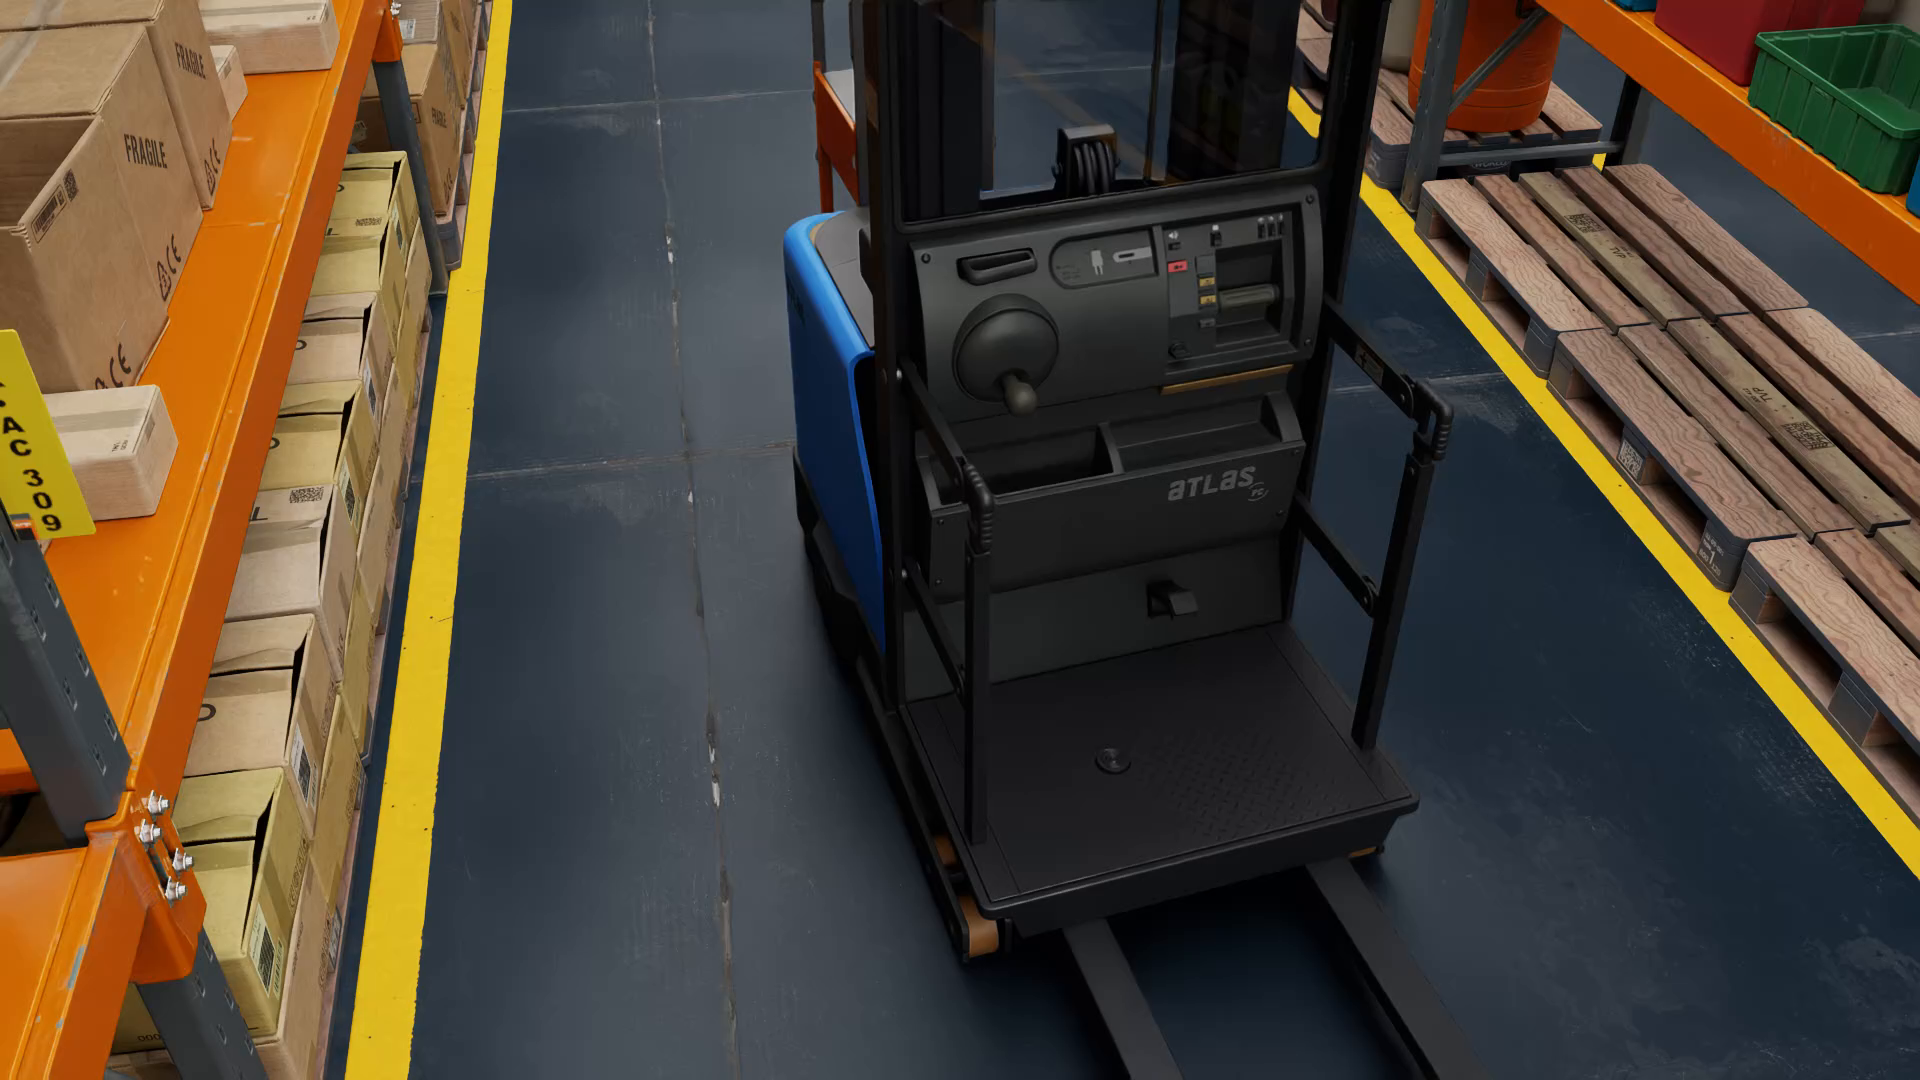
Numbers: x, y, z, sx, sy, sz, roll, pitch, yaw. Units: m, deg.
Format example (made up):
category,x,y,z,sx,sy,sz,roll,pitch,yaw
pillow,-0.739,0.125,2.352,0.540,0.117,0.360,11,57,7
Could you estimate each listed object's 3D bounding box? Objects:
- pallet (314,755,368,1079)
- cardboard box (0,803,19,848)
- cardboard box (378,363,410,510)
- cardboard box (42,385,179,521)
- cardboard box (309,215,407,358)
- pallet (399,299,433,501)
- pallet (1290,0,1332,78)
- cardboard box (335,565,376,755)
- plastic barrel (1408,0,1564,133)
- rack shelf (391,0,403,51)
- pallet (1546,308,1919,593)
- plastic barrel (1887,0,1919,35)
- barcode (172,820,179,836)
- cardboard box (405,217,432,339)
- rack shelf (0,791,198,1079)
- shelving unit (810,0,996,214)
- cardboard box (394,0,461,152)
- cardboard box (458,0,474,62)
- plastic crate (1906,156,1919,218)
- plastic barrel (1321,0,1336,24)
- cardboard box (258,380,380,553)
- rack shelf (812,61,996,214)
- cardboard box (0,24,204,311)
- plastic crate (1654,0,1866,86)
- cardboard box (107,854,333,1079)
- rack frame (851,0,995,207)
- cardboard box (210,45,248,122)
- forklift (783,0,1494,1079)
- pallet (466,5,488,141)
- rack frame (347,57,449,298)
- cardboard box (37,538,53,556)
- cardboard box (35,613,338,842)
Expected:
category,x,y,z,sx,sy,sz,roll,pitch,yaw
pallet,-1.964,0.961,3.841,1.003,0.211,1.213,-6,38,-8
cardboard box,-2.150,0.785,3.236,0.500,0.311,0.500,-6,38,-8
cardboard box,-1.986,-0.289,5.076,0.500,0.250,0.500,-5,38,-7
cardboard box,-1.750,-0.157,3.212,0.380,0.149,0.250,-6,38,-8
cardboard box,-2.066,-0.814,5.294,0.500,0.311,0.500,-7,38,-9
pallet,-2.392,-0.513,5.738,1.003,0.211,1.213,-6,38,-8
pallet,1.990,-2.752,8.620,1.003,0.211,1.213,-6,38,-8
cardboard box,-1.805,0.329,4.281,0.500,0.250,0.500,-7,38,-9
plastic barrel,2.277,-2.248,7.126,0.600,0.830,0.708,-6,38,-8
rack shelf,-2.848,-3.039,7.304,1.077,0.370,4.000,-6,38,-8
pallet,2.688,-0.337,5.512,1.003,0.211,1.213,-6,38,-8
plastic barrel,2.925,-1.590,4.740,0.433,0.535,0.433,0,38,0
barcode,-1.431,0.536,3.012,0.001,0.075,0.075,-6,38,-8
cardboard box,-2.165,-0.904,5.867,0.500,0.250,0.500,-5,38,-7
rack shelf,-1.446,1.793,1.084,1.077,0.370,4.000,-6,38,-8
shelving unit,-0.173,-1.142,5.008,0.431,2.100,0.503,-11,39,-14
cardboard box,-2.393,-1.923,6.960,0.500,0.500,0.500,-8,38,-10
cardboard box,-2.573,-2.541,7.755,0.500,0.500,0.500,-7,38,-9
plastic crate,2.581,-0.856,3.920,0.392,0.384,0.575,-6,38,-8
plastic barrel,2.079,-2.835,8.078,0.600,0.588,0.708,-6,38,-8
cardboard box,-1.894,-0.206,4.512,0.500,0.311,0.500,-5,38,-7
rack shelf,-0.173,-1.131,5.016,0.431,0.518,0.480,-11,39,-14
cardboard box,-2.095,-0.825,3.786,0.500,0.500,0.500,-6,38,-8
plastic crate,2.362,-1.662,4.893,0.402,0.464,0.583,-6,38,-8
cardboard box,-1.623,0.950,3.481,0.500,0.250,0.500,-7,38,-9
rack frame,-0.098,-0.999,4.825,0.400,2.100,0.015,-11,39,-14
cardboard box,-2.219,-1.252,4.621,0.380,0.149,0.250,-4,38,-5
forklift,0.423,-0.444,3.433,1.130,2.935,3.031,-11,39,-14
pallet,-2.802,-2.205,7.916,1.003,0.211,1.213,-6,38,-8
rack frame,-2.498,-2.115,5.528,1.000,3.000,0.127,-6,38,-8
cardboard box,-1.926,0.067,2.841,0.500,0.250,0.500,-4,38,-5
cardboard box,-1.706,0.420,3.707,0.500,0.311,0.500,-7,38,-8
